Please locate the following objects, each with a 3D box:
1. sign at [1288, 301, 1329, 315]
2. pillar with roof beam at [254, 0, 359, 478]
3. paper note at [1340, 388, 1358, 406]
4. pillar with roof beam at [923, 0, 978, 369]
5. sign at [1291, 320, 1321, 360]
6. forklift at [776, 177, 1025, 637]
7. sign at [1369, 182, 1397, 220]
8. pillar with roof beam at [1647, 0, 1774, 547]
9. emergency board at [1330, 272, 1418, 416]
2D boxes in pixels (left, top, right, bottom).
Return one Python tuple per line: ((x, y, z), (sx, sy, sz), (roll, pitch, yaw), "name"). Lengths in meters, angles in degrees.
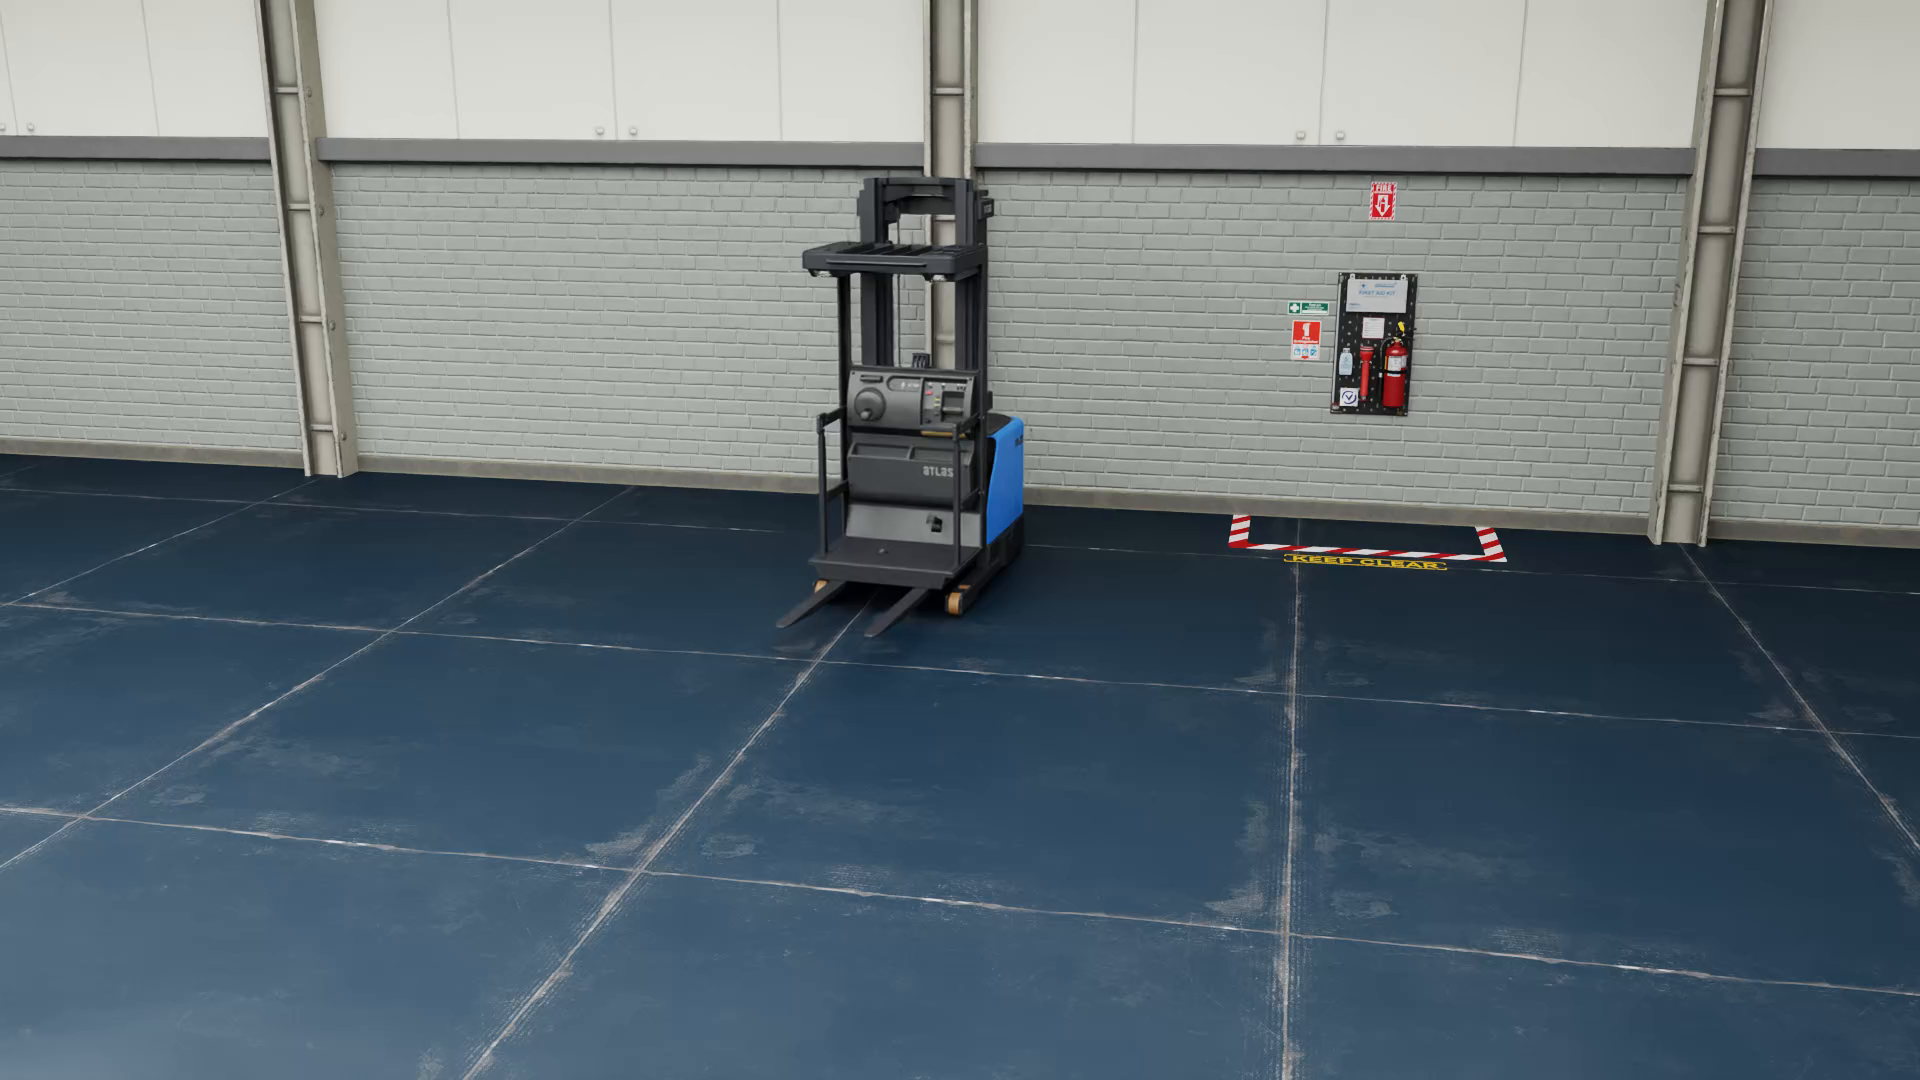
((2.872, -1.910, 13.710), (0.331, 0.109, 0.001), (3, 16, 11), "sign")
((-6.813, -3.846, 10.519), (0.400, 9.000, 9.100), (3, 16, 11), "pillar with roof beam")
((3.231, -1.187, 13.808), (0.142, 0.148, 0.016), (3, 16, 11), "paper note")
((-0.933, -3.527, 9.367), (0.400, 9.000, 9.100), (3, 16, 11), "pillar with roof beam")
((2.869, -1.658, 13.790), (0.234, 0.329, 0.001), (3, 16, 11), "sign")
((-0.414, -1.003, 11.624), (1.130, 2.935, 3.031), (5, 16, 17), "forklift")
((3.403, -2.728, 13.378), (0.199, 0.298, 0.001), (3, 16, 11), "sign")
((4.947, -3.208, 8.214), (0.400, 9.000, 9.100), (3, 16, 11), "pillar with roof beam")
((3.391, -1.584, 13.592), (0.643, 1.169, 0.194), (3, 16, 11), "emergency board")
